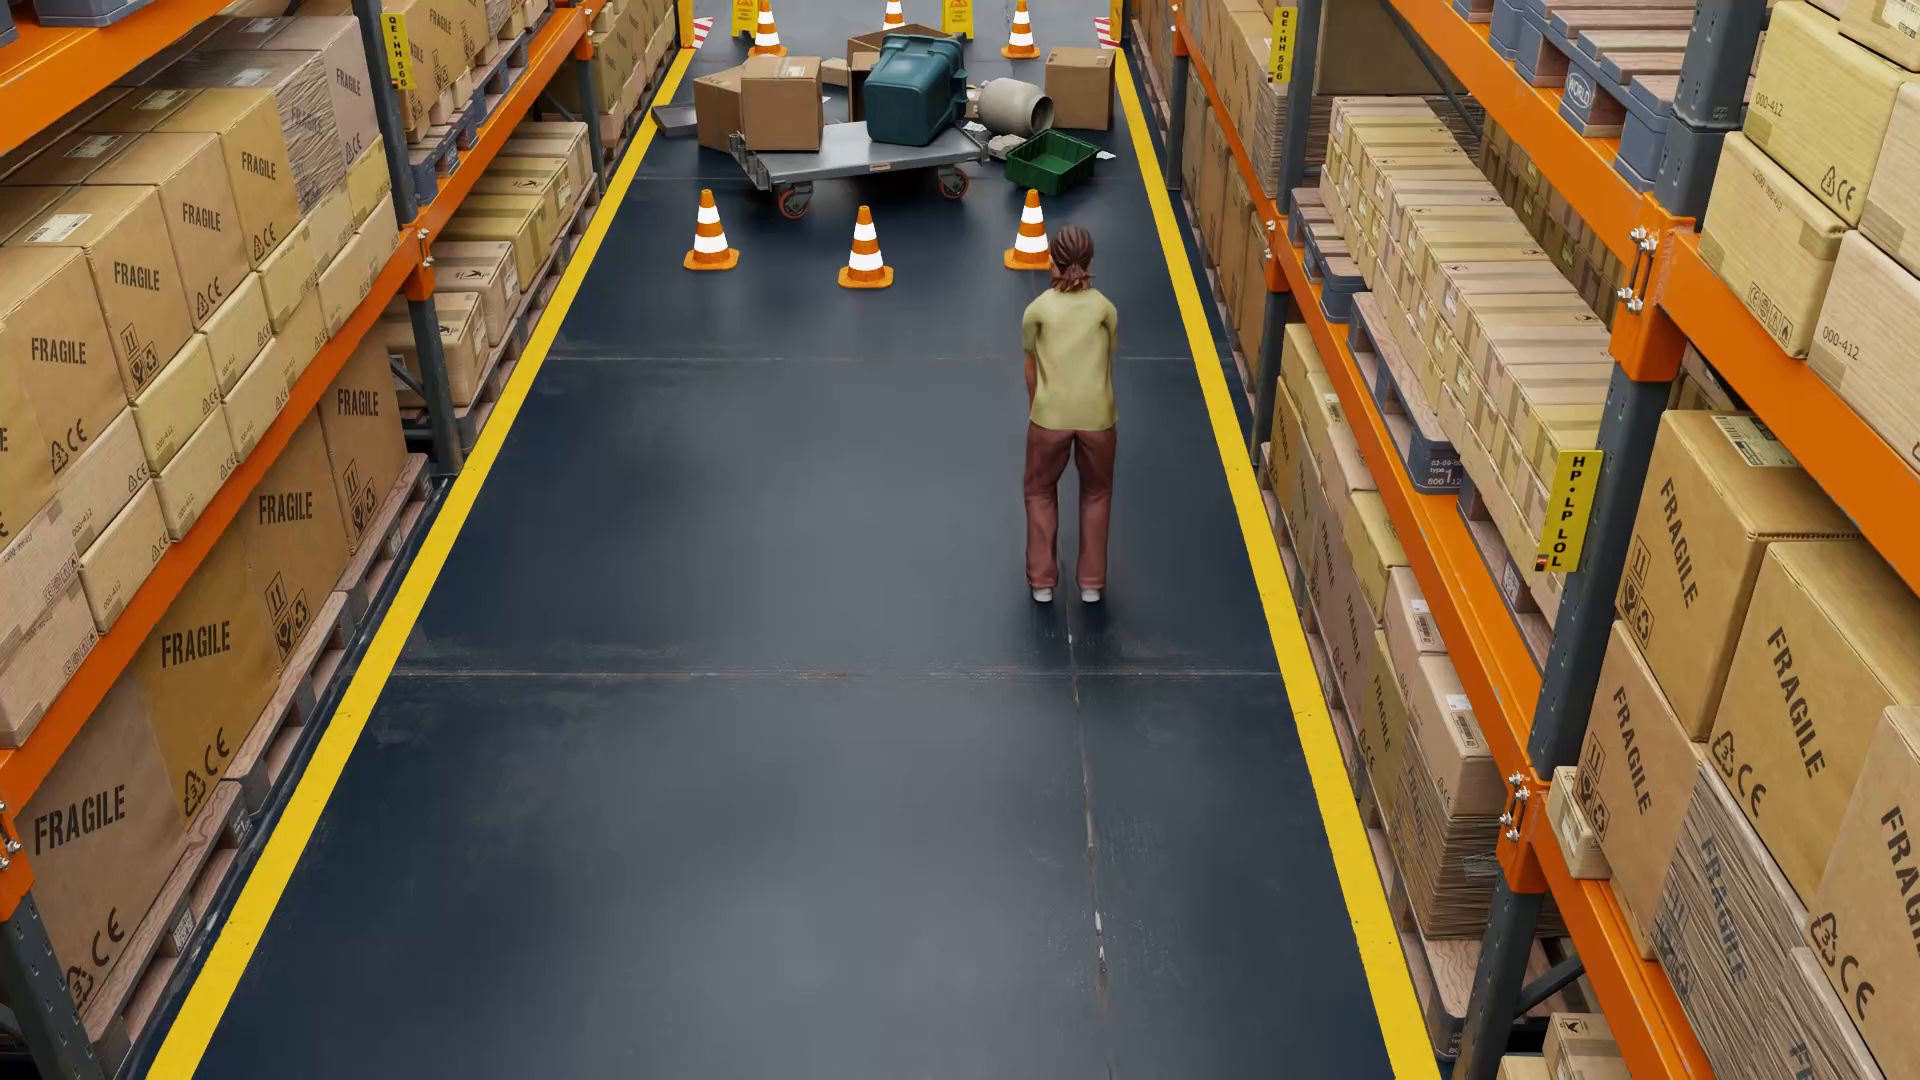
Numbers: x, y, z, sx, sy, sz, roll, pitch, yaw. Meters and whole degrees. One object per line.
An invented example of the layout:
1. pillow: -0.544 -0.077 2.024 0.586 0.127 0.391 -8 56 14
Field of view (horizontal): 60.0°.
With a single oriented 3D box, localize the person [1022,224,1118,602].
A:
1. person: 0.457 -0.514 7.050 0.404 1.597 0.538 -1 32 -1
